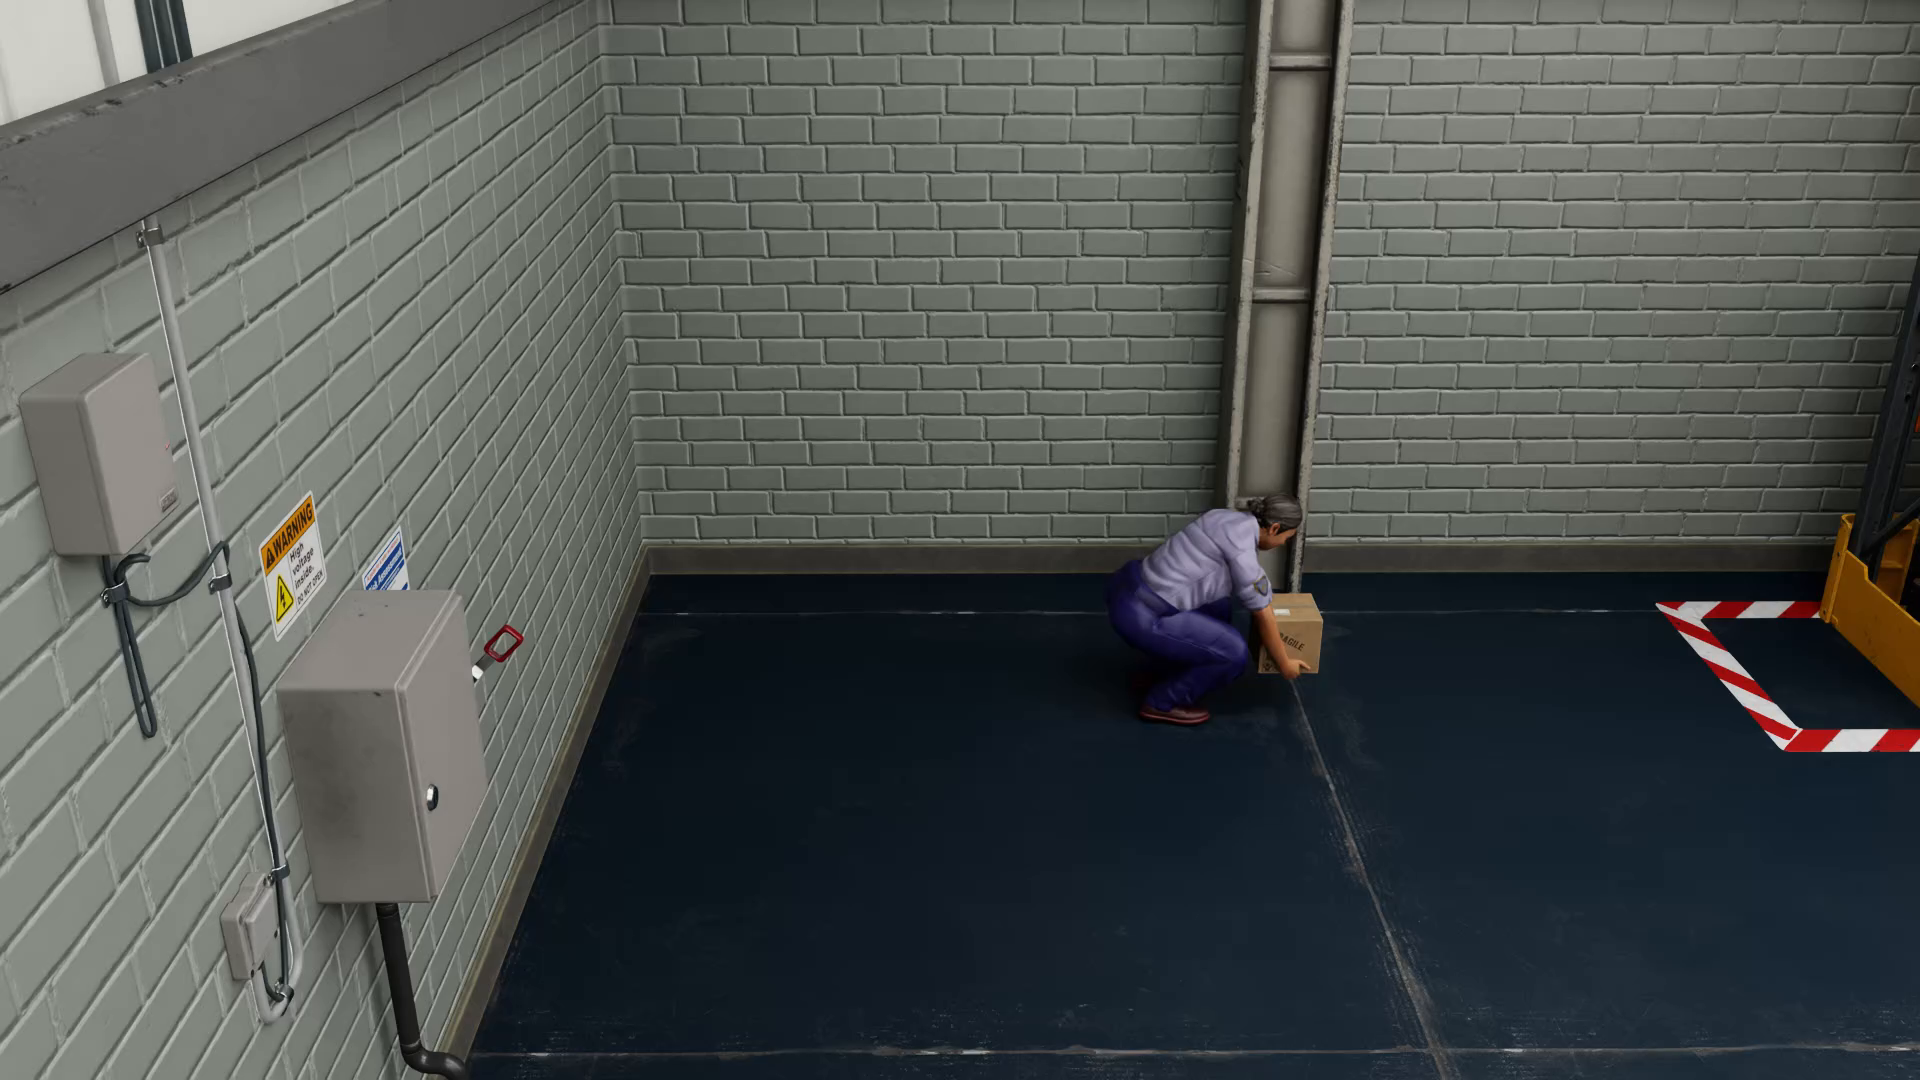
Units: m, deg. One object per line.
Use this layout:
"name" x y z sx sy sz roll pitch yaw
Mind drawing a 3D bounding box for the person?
"person" 1.027 0.268 6.902 0.848 0.943 0.493 -1 24 -2
